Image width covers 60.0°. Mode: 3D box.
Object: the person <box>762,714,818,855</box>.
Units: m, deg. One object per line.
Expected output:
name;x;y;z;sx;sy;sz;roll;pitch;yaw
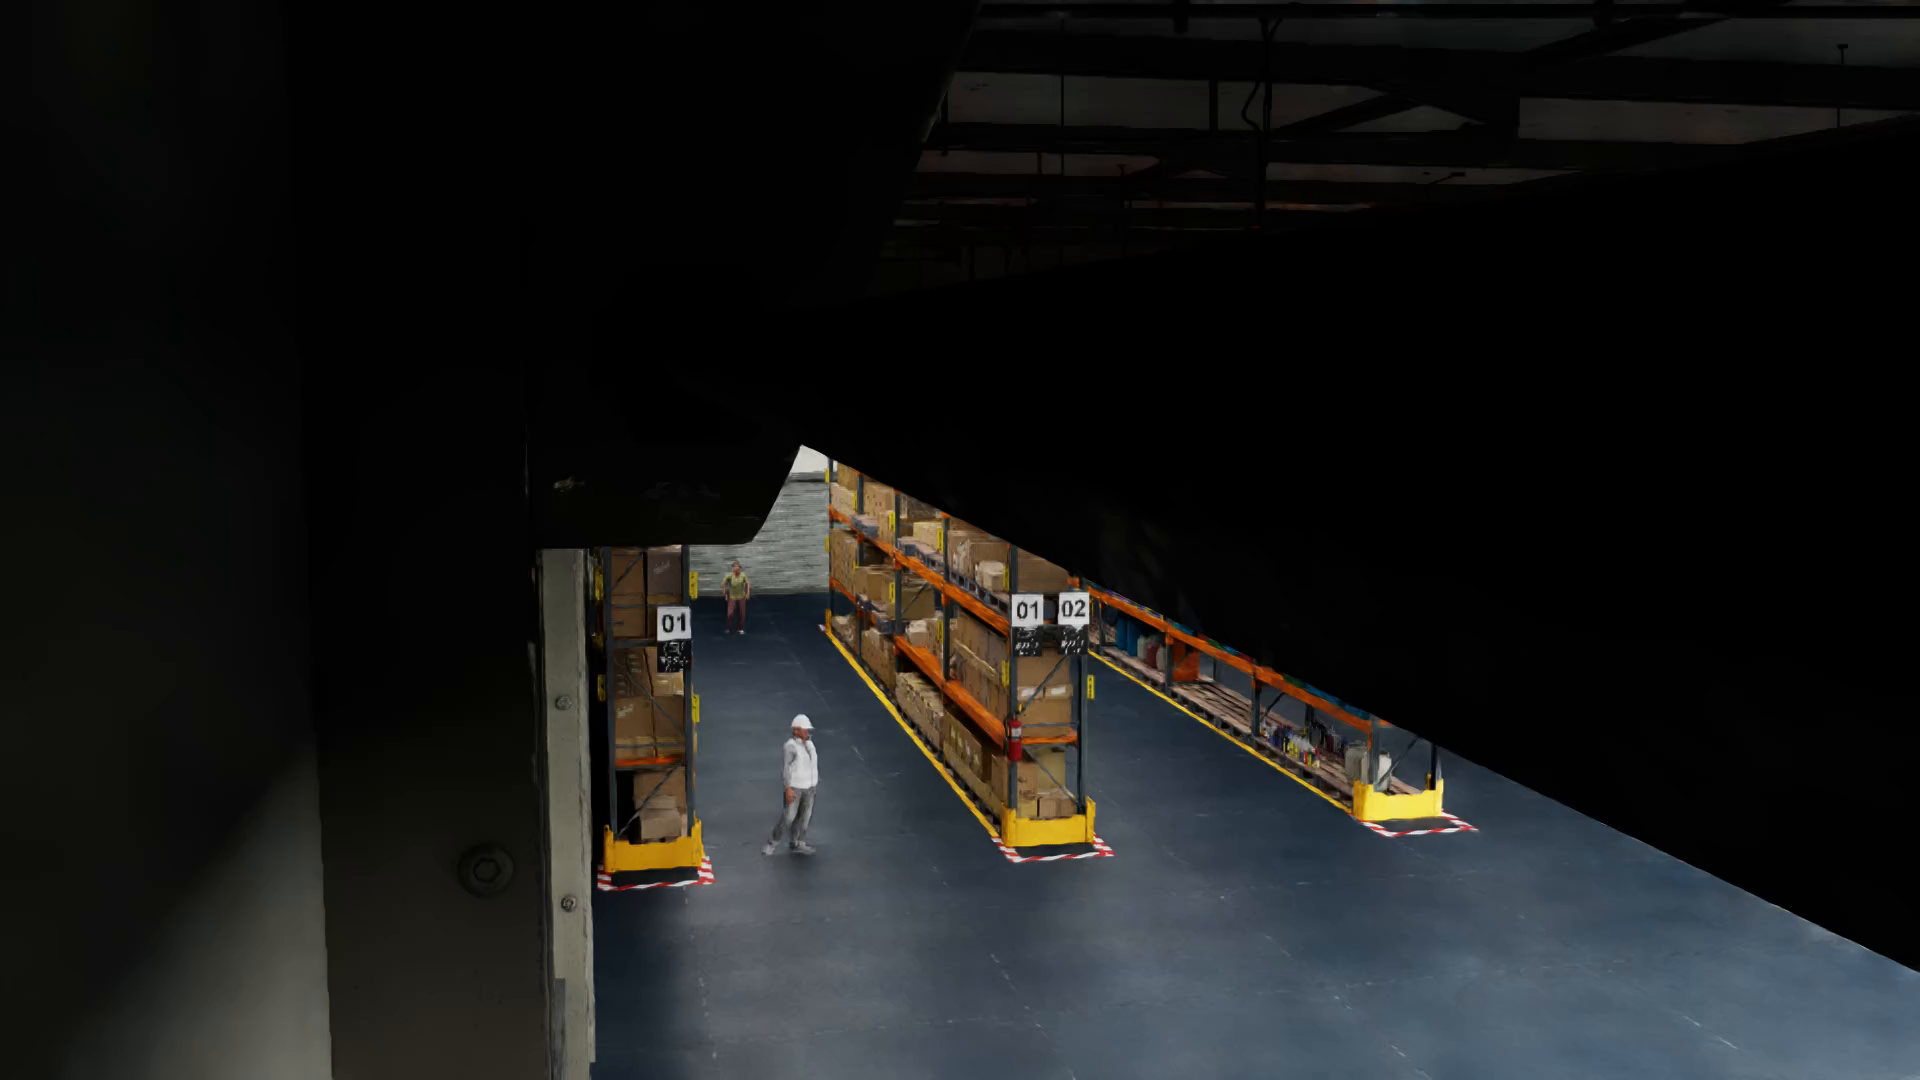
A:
person;-2.090;3.030;20.503;0.519;1.759;0.723;5;8;36

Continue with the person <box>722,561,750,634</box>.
person;-4.864;1.250;36.127;0.598;1.619;0.507;-2;7;-15
